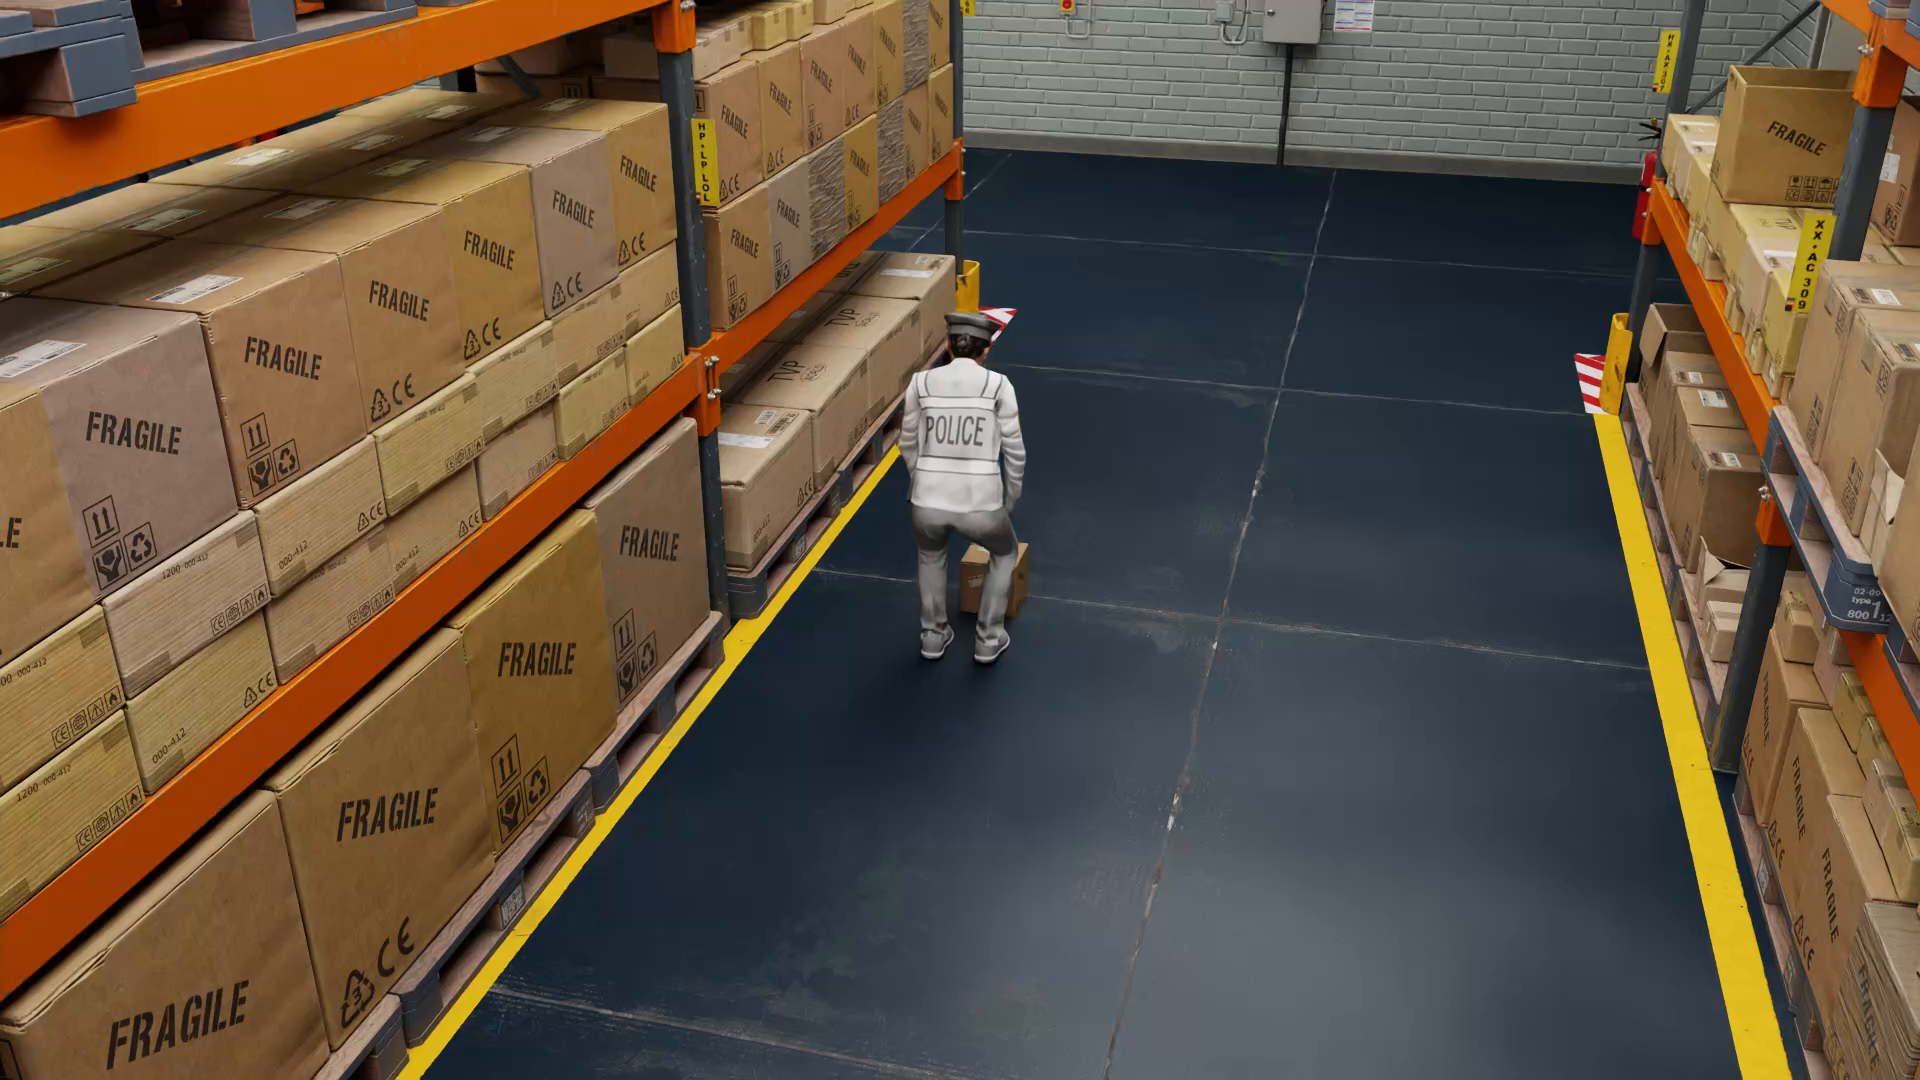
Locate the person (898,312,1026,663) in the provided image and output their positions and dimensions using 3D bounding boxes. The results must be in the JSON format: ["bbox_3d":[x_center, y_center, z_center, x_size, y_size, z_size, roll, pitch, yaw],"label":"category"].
[{"bbox_3d":[-0.002,-0.203,6.820,0.534,1.430,0.656,6,26,13],"label":"person"}]
